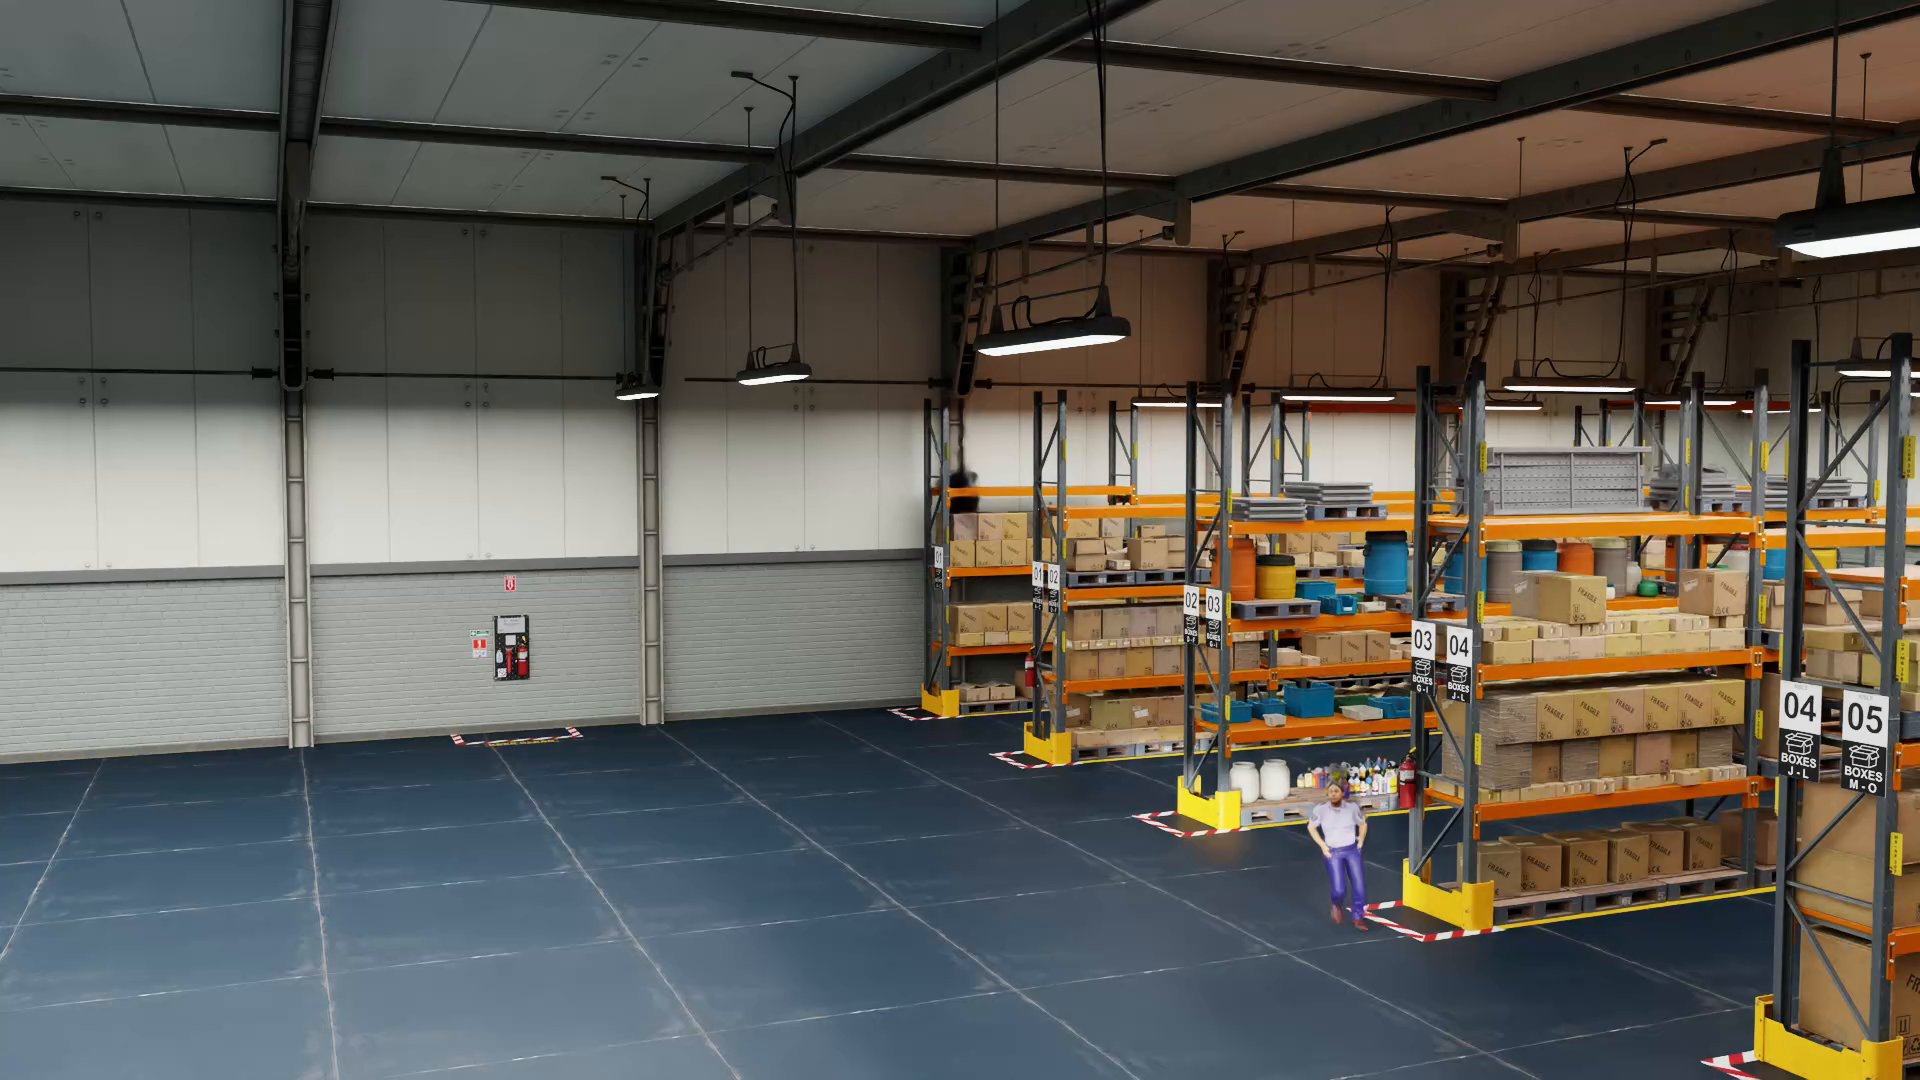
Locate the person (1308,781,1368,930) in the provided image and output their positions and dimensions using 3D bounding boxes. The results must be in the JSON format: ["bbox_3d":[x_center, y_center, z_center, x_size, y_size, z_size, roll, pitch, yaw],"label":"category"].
[{"bbox_3d":[4.033,3.342,17.644,0.607,1.576,0.518,0,3,0],"label":"person"}]
